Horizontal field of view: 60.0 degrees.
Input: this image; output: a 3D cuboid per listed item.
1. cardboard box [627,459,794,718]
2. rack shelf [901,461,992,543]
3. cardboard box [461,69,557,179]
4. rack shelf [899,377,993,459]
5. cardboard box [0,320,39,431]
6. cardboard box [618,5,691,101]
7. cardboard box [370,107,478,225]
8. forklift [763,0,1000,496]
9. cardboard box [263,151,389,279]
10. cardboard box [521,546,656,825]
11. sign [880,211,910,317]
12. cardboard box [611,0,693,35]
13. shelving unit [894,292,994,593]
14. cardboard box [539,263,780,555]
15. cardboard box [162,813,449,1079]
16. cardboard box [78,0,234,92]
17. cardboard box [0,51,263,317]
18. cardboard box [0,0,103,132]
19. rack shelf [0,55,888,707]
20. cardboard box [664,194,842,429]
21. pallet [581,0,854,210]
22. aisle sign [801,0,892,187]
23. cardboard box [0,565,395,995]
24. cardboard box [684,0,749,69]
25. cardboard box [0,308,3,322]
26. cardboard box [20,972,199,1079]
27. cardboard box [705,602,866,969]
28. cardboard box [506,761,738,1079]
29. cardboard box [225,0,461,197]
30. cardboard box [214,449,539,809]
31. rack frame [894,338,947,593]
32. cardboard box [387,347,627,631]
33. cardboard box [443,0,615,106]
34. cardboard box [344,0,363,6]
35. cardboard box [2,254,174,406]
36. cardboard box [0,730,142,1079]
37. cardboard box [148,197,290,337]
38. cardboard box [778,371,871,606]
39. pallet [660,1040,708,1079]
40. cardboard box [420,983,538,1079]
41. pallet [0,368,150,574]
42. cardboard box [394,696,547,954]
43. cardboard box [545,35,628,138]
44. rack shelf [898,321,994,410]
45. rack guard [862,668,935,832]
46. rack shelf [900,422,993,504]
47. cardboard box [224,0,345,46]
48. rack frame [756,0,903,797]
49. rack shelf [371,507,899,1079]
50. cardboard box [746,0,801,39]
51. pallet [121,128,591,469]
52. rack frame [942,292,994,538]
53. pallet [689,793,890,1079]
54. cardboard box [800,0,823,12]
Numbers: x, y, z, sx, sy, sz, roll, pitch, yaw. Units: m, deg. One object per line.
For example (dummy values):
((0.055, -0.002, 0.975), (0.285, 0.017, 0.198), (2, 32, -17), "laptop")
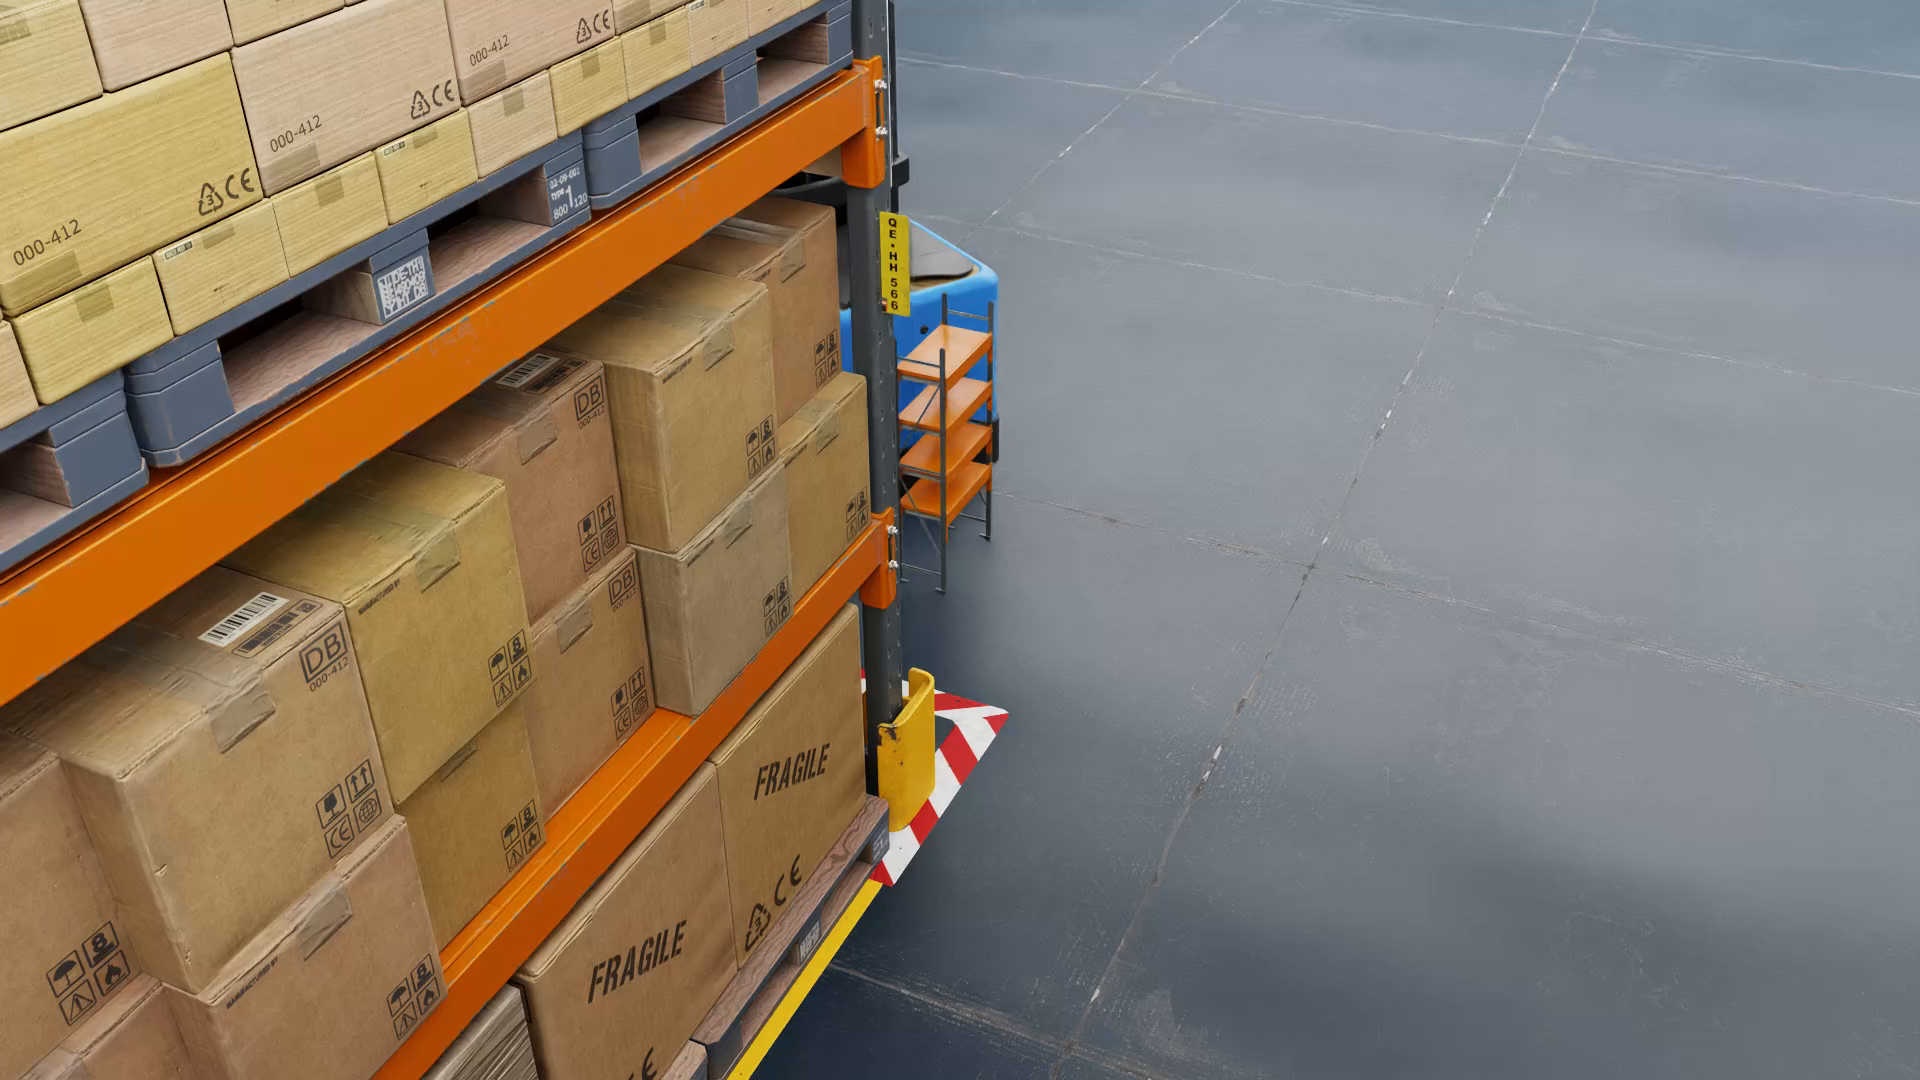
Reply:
((-1.010, 0.035, 4.825), (0.875, 0.550, 0.550), (14, 36, 20), "cardboard box")
((-0.069, -0.197, 7.441), (0.258, 0.148, 0.480), (14, 36, 20), "rack shelf")
((-1.049, -0.867, 3.357), (0.380, 0.149, 0.250), (14, 36, 21), "cardboard box")
((-0.069, -0.550, 7.210), (0.258, 0.148, 0.480), (14, 36, 20), "rack shelf")
((-1.581, -0.233, 2.389), (0.380, 0.149, 0.250), (14, 36, 20), "cardboard box")
((-0.836, -1.121, 3.744), (0.380, 0.149, 0.250), (15, 36, 21), "cardboard box")
((-1.155, -0.741, 3.163), (0.380, 0.149, 0.250), (15, 36, 21), "cardboard box")
((-1.026, -2.101, 8.281), (1.130, 2.935, 3.031), (-19, 38, -27), "forklift")
((-1.262, -0.612, 2.968), (0.380, 0.149, 0.250), (15, 36, 21), "cardboard box")
((-1.358, 0.285, 4.443), (0.875, 0.550, 0.550), (14, 36, 20), "cardboard box")
((-0.199, -0.829, 5.006), (0.100, 0.325, 0.005), (14, 36, 20), "sign")
((-0.847, -1.353, 3.734), (0.500, 0.250, 0.500), (14, 36, 21), "cardboard box")
((-0.069, -0.419, 7.295), (0.258, 1.200, 0.503), (14, 36, 20), "shelving unit")
((-1.022, -0.420, 4.533), (0.875, 0.550, 0.550), (14, 36, 20), "cardboard box")
((-1.673, 0.845, 3.589), (0.875, 0.550, 0.550), (14, 36, 20), "cardboard box")
((-1.367, -0.822, 2.561), (0.380, 0.149, 0.250), (14, 36, 20), "cardboard box")
((-1.480, -0.600, 2.586), (0.500, 0.250, 0.500), (14, 36, 20), "cardboard box")
((-1.473, -0.696, 2.369), (0.380, 0.149, 0.250), (15, 36, 21), "cardboard box")
((-1.522, -0.334, 3.445), (1.077, 0.370, 4.000), (14, 36, 20), "rack shelf")
((-0.876, -0.715, 4.984), (0.875, 0.550, 0.550), (14, 36, 20), "cardboard box")
((-0.986, -1.222, 4.224), (1.003, 0.211, 1.213), (14, 36, 20), "pallet")
((-0.383, -1.430, 4.825), (0.394, 0.787, 0.004), (14, 36, 20), "aisle sign")
((-1.698, 0.387, 3.302), (0.875, 0.550, 0.550), (14, 36, 20), "cardboard box")
((-0.730, -1.247, 3.935), (0.380, 0.149, 0.250), (15, 36, 21), "cardboard box")
((-1.691, -0.349, 2.203), (0.500, 0.250, 0.500), (14, 36, 20), "cardboard box")
((-2.006, 1.087, 3.220), (0.875, 0.550, 0.550), (14, 36, 20), "cardboard box")
((-0.909, 0.689, 5.518), (0.875, 0.875, 0.875), (14, 36, 21), "cardboard box")
((-1.276, 1.128, 4.849), (0.875, 0.875, 0.875), (14, 36, 20), "cardboard box")
((-1.269, -0.853, 2.971), (0.500, 0.250, 0.500), (15, 36, 21), "cardboard box")
((-1.484, 0.122, 3.708), (0.875, 0.550, 0.500), (14, 36, 20), "cardboard box")
((-0.171, -0.298, 7.110), (0.240, 1.200, 0.015), (14, 36, 20), "rack frame")
((-1.380, -0.172, 4.156), (0.875, 0.550, 0.550), (14, 36, 20), "cardboard box")
((-1.057, -1.104, 3.353), (0.500, 0.250, 0.500), (14, 36, 20), "cardboard box")
((-1.156, -1.072, 2.941), (0.380, 0.149, 0.250), (14, 36, 21), "cardboard box")
((-1.474, -0.362, 2.586), (0.380, 0.149, 0.250), (14, 36, 20), "cardboard box")
((-2.049, 0.625, 2.940), (0.875, 0.550, 0.550), (14, 36, 20), "cardboard box")
((-1.367, -0.489, 2.780), (0.380, 0.149, 0.250), (14, 36, 21), "cardboard box")
((-0.800, -0.244, 5.250), (0.875, 0.550, 0.550), (14, 36, 20), "cardboard box")
((-1.461, 1.811, 4.796), (1.003, 0.211, 1.213), (14, 36, 20), "pallet")
((-1.659, 1.581, 4.158), (0.875, 0.875, 0.875), (14, 36, 21), "cardboard box")
((-2.007, -0.007, 2.370), (1.003, 0.211, 1.213), (14, 36, 20), "pallet")
((-1.542, 0.558, 4.026), (0.875, 0.550, 0.500), (14, 36, 20), "cardboard box")
((-0.943, -0.993, 3.548), (0.380, 0.149, 0.250), (14, 36, 20), "cardboard box")
((-0.069, -0.748, 7.080), (0.258, 0.148, 0.480), (14, 36, 20), "rack shelf")
((-0.676, 0.657, 6.293), (1.175, 0.500, 0.348), (14, 36, 20), "rack guard")
((-0.069, -0.363, 7.332), (0.258, 0.148, 0.480), (14, 36, 20), "rack shelf")
((-1.262, -0.946, 2.749), (0.380, 0.149, 0.250), (14, 36, 20), "cardboard box")
((-0.686, -0.377, 5.589), (1.000, 3.000, 0.127), (14, 36, 20), "rack frame")
((-1.522, 0.920, 4.267), (1.077, 0.370, 4.000), (14, 36, 20), "rack shelf")
((-0.623, -1.375, 4.131), (0.380, 0.149, 0.250), (14, 36, 21), "cardboard box")
((-1.496, -0.612, 3.294), (1.003, 0.211, 1.213), (14, 36, 20), "pallet")
((0.033, -0.541, 7.481), (0.240, 1.200, 0.015), (14, 36, 20), "rack frame")
((-0.949, 1.206, 5.719), (1.003, 0.211, 1.213), (14, 36, 20), "pallet")
((-0.517, -1.500, 4.322), (0.380, 0.149, 0.250), (14, 36, 20), "cardboard box")
